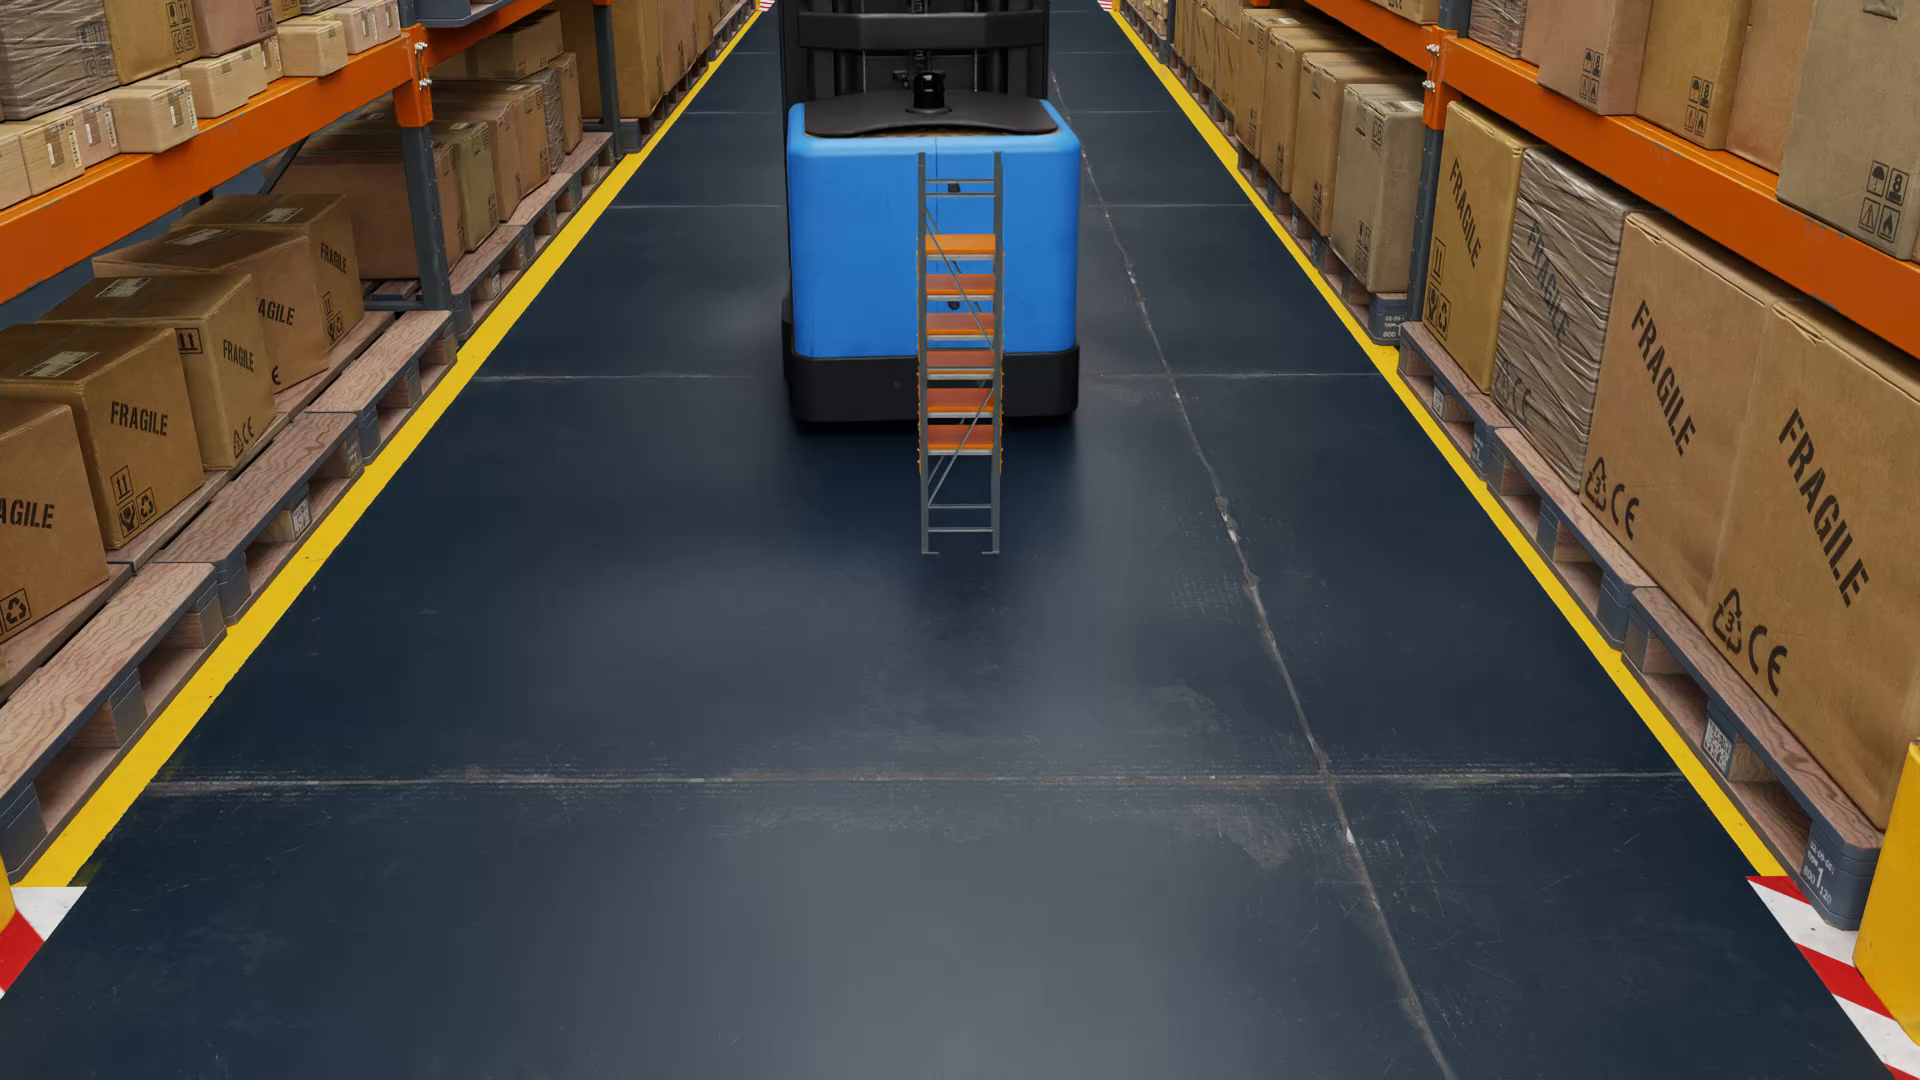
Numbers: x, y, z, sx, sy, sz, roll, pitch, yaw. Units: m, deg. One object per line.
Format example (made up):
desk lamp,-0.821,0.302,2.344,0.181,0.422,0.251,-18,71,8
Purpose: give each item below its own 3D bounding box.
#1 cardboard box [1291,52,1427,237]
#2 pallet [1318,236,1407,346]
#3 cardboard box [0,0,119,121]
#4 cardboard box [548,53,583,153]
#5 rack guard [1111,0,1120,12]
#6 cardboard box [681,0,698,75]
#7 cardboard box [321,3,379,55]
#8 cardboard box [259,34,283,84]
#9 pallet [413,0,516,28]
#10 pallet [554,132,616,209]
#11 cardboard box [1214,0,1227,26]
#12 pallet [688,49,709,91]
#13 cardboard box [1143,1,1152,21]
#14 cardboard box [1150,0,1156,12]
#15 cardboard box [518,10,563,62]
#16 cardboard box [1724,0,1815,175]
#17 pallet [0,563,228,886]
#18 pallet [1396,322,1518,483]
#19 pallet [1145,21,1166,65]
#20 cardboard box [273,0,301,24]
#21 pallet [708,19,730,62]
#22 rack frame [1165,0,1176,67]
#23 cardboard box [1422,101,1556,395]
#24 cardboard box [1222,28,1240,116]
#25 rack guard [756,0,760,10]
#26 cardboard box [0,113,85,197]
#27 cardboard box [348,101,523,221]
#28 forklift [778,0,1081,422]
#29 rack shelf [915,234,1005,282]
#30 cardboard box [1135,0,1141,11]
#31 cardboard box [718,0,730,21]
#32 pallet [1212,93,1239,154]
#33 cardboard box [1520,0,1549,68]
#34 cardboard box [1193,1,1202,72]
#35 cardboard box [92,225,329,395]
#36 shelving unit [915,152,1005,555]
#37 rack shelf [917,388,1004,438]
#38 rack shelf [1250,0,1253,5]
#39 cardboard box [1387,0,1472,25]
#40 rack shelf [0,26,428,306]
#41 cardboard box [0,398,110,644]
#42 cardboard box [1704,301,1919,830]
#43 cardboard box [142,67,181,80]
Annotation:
cardboard box,2.241,-1.943,8.126,1.050,0.750,0.750,0,24,-1
pallet,2.261,-1.171,7.582,1.003,0.211,1.213,0,24,-1
cardboard box,-2.639,-1.314,4.033,0.875,0.500,0.500,0,24,-1
cardboard box,-2.632,-2.577,9.806,0.700,0.500,0.500,-2,24,-3
rack guard,2.215,-5.898,17.684,1.175,0.500,0.348,0,24,-1
cardboard box,-2.666,-4.031,12.591,1.225,0.875,0.875,-1,24,-2
cardboard box,-2.327,-1.838,5.979,0.380,0.149,0.250,0,24,-1
cardboard box,-2.399,-1.529,5.295,0.380,0.149,0.250,0,24,-1
pallet,-2.479,-2.371,7.085,1.003,0.211,1.213,0,24,-1
pallet,-2.653,-2.198,9.855,1.003,0.211,1.213,0,24,-1
cardboard box,2.015,-3.654,11.304,0.500,0.250,0.500,0,24,0
pallet,-2.620,-3.851,13.509,1.003,0.211,1.213,0,24,-1
cardboard box,1.901,-4.899,15.392,0.380,0.149,0.250,0,24,-1
cardboard box,1.900,-4.798,14.808,0.380,0.149,0.250,-1,24,-2
cardboard box,-2.622,-2.918,9.652,0.500,0.250,0.500,1,24,2
cardboard box,2.431,-1.154,3.980,0.875,0.550,0.550,0,24,-1
pallet,-2.547,0.410,4.088,1.003,0.211,1.213,0,24,-1
pallet,2.275,-0.539,6.186,1.003,0.211,1.213,0,24,-1
pallet,2.215,-4.426,14.780,1.003,0.211,1.213,0,24,-1
cardboard box,-2.703,-1.932,5.399,0.875,0.500,0.500,0,24,-1
pallet,-2.633,-4.482,14.905,1.003,0.211,1.213,0,24,-1
rack frame,2.257,-5.420,13.594,1.000,3.000,0.127,0,24,-1
cardboard box,2.282,-1.087,6.083,0.875,0.875,0.875,0,24,0
cardboard box,2.032,-3.094,10.975,0.500,0.500,0.500,0,24,-1
rack guard,-2.747,-5.959,17.818,1.175,0.500,0.348,0,24,-1
cardboard box,-2.328,-0.911,3.929,0.380,0.149,0.250,0,24,-1
cardboard box,-2.594,-1.885,8.276,0.700,0.500,0.500,-2,24,-5
forklift,-0.207,-2.332,6.849,1.130,2.935,3.031,-2,24,-4
rack shelf,0.000,-0.828,4.860,0.258,0.103,0.180,0,24,-1
cardboard box,1.901,-5.220,16.101,0.380,0.149,0.250,-1,24,-3
cardboard box,-2.640,-5.306,15.410,0.875,0.875,0.875,0,24,-1
pallet,2.294,-2.823,11.236,1.003,0.211,1.213,0,24,-1
cardboard box,2.389,-1.813,5.437,0.875,0.550,0.550,0,24,-1
cardboard box,2.027,-3.733,12.387,0.500,0.500,0.500,0,24,0
cardboard box,-2.638,-0.794,5.890,0.500,0.500,0.500,8,25,16
shelving unit,0.000,-0.541,4.990,0.258,1.200,0.189,0,24,-1
rack shelf,0.000,-0.391,5.057,0.258,0.103,0.180,0,24,-1
rack shelf,2.279,-4.268,11.920,1.077,0.370,4.000,0,24,-1
cardboard box,2.072,-2.383,6.757,0.500,0.500,0.500,0,24,-1
rack shelf,-2.594,-0.991,4.674,1.077,0.370,4.000,0,24,-1
cardboard box,-2.603,-0.050,4.245,0.500,0.500,0.500,6,25,13
cardboard box,2.315,0.022,3.629,0.875,0.875,0.875,0,24,0
cardboard box,-2.392,-1.220,4.611,0.380,0.149,0.250,0,24,-1
